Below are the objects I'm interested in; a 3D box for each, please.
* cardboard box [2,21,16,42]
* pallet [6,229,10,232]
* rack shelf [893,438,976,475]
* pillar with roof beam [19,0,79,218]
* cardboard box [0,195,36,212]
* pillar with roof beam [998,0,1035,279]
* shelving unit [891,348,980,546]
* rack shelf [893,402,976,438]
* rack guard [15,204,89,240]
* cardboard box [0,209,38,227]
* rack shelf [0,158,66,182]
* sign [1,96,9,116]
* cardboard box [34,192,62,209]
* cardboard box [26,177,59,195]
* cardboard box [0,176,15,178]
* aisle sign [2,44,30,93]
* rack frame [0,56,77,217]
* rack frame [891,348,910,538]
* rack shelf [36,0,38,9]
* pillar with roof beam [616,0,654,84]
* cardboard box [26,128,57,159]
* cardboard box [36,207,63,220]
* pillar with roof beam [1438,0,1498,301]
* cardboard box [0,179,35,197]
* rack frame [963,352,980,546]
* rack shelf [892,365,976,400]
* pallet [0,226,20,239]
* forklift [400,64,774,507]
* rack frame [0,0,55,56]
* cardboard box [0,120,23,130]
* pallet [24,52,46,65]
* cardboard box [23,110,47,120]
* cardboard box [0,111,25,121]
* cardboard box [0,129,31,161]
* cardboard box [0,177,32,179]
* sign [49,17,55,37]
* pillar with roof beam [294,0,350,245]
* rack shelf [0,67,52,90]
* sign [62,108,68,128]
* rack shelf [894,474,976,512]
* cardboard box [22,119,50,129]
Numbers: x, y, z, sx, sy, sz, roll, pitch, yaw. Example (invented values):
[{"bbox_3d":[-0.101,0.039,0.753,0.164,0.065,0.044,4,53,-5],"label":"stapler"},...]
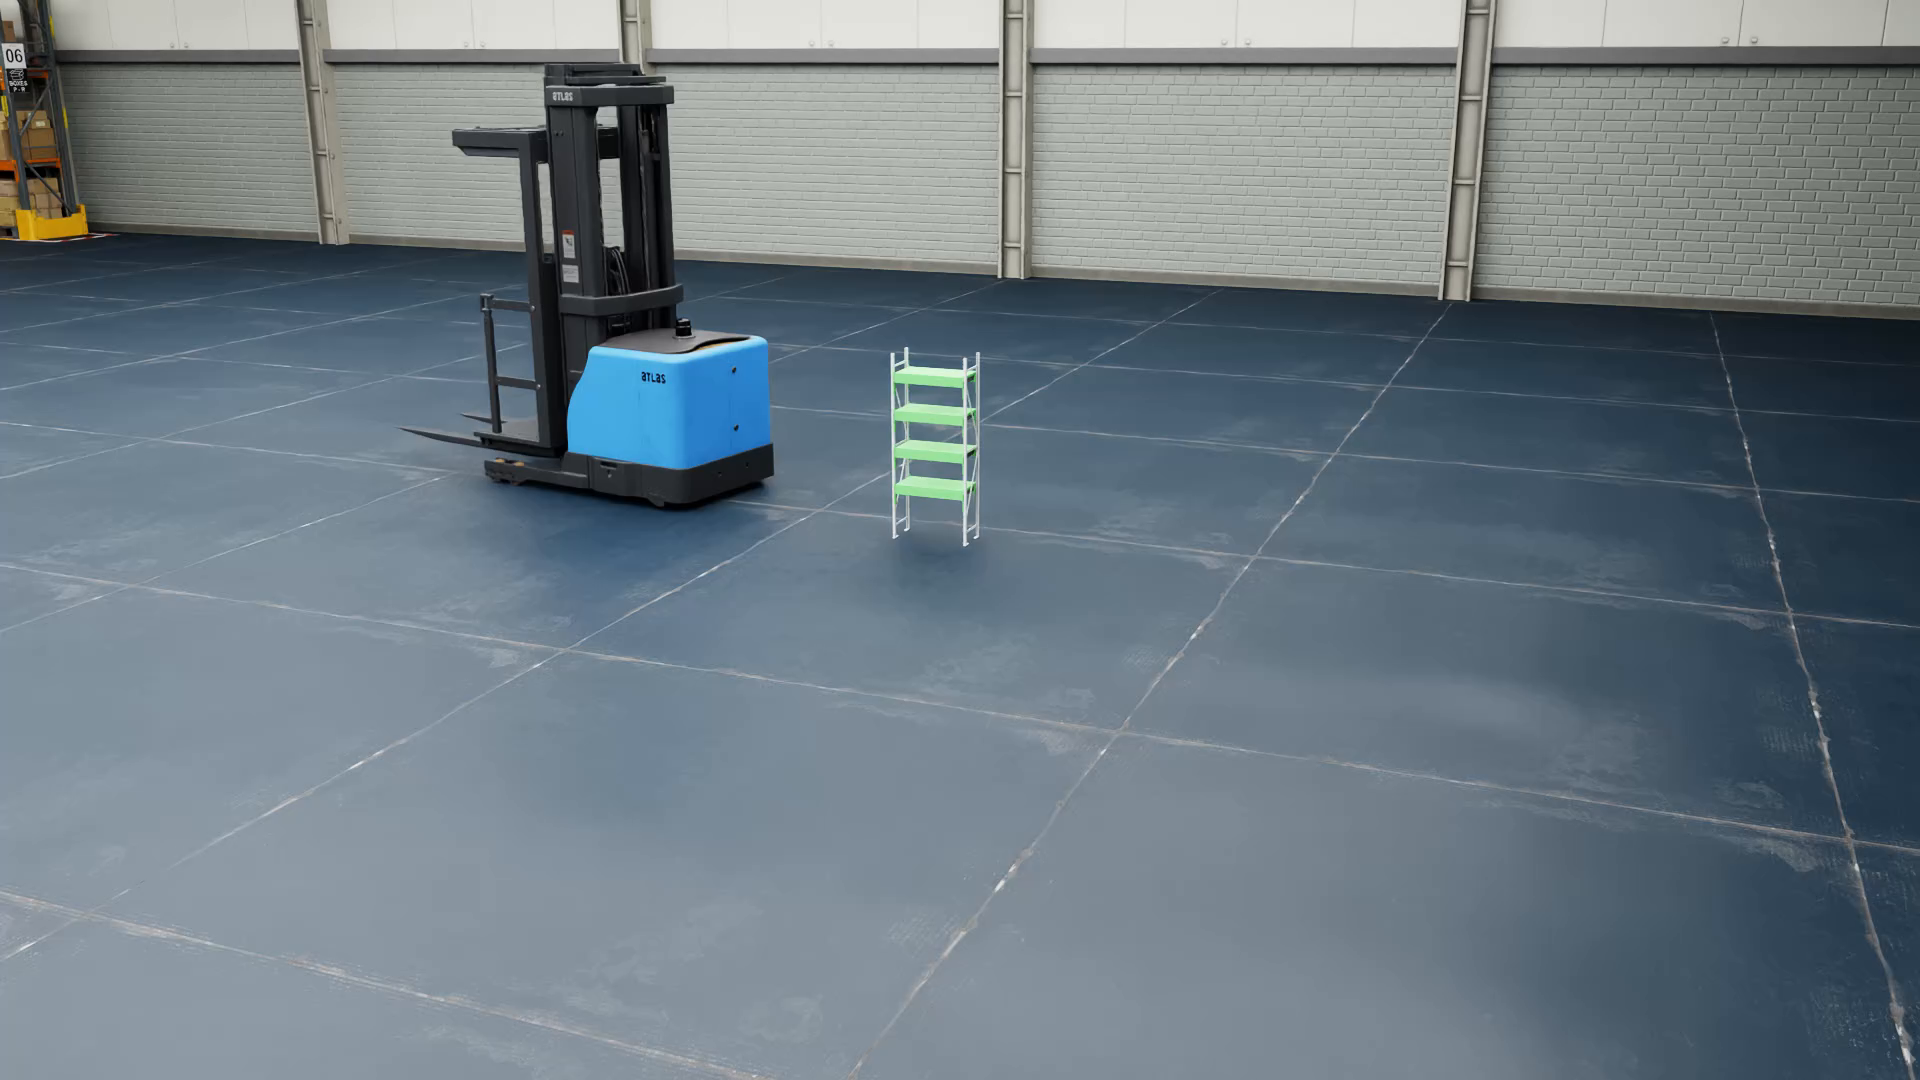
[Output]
[{"bbox_3d":[-16.161,-8.403,27.746,0.500,0.500,0.500,7,18,22],"label":"cardboard box"},{"bbox_3d":[-17.517,-5.536,29.364,1.213,0.211,1.003,6,17,21],"label":"pallet"},{"bbox_3d":[-0.154,-0.532,10.583,0.480,0.148,0.258,6,17,21],"label":"rack shelf"},{"bbox_3d":[-17.556,-8.752,24.680,0.400,9.000,9.100,6,17,21],"label":"pillar with roof beam"},{"bbox_3d":[-16.227,-5.773,28.459,0.500,0.250,0.500,6,17,20],"label":"cardboard box"},{"bbox_3d":[-0.812,-6.911,18.338,0.400,9.000,9.100,6,17,21],"label":"pillar with roof beam"},{"bbox_3d":[-0.154,-0.593,10.565,0.503,1.200,0.258,6,17,21],"label":"shelving unit"},{"bbox_3d":[-0.154,-0.762,10.516,0.480,0.148,0.258,6,17,21],"label":"rack shelf"},{"bbox_3d":[-15.637,-5.480,28.652,0.348,0.500,1.175,6,17,21],"label":"rack guard"},{"bbox_3d":[-16.213,-5.530,28.520,0.500,0.250,0.500,6,17,21],"label":"cardboard box"},{"bbox_3d":[-17.520,-6.542,29.117,4.000,0.370,1.077,6,17,21],"label":"rack shelf"},{"bbox_3d":[-15.872,-7.213,27.638,0.005,0.325,0.100,6,17,21],"label":"sign"},{"bbox_3d":[-16.021,-5.906,28.918,0.500,0.250,0.500,7,17,22],"label":"cardboard box"},{"bbox_3d":[-16.037,-6.142,28.836,0.500,0.250,0.500,6,17,20],"label":"cardboard box"},{"bbox_3d":[-16.965,-6.246,29.195,0.500,0.250,0.500,6,17,20],"label":"cardboard box"},{"bbox_3d":[-15.706,-7.848,27.664,0.004,0.787,0.394,6,17,21],"label":"aisle sign"},{"bbox_3d":[-15.660,-6.683,28.312,0.127,3.000,1.000,6,17,21],"label":"rack frame"},{"bbox_3d":[-0.381,-0.618,10.651,0.015,1.200,0.240,6,17,21],"label":"rack frame"},{"bbox_3d":[-17.520,-9.231,28.336,4.000,0.370,1.077,6,17,21],"label":"rack shelf"},{"bbox_3d":[-6.393,-7.524,20.452,0.400,9.000,9.100,6,17,21],"label":"pillar with roof beam"},{"bbox_3d":[-16.019,-6.853,28.721,0.500,0.500,0.500,7,18,22],"label":"cardboard box"},{"bbox_3d":[-16.045,-5.665,28.985,0.500,0.250,0.500,6,17,21],"label":"cardboard box"},{"bbox_3d":[4.770,-6.297,16.223,0.400,9.000,9.100,6,17,21],"label":"pillar with roof beam"},{"bbox_3d":[-16.202,-6.010,28.381,0.500,0.250,0.500,7,18,22],"label":"cardboard box"},{"bbox_3d":[0.073,-0.568,10.479,0.015,1.200,0.240,6,17,21],"label":"rack frame"},{"bbox_3d":[-0.154,-0.993,10.449,0.480,0.148,0.258,6,17,21],"label":"rack shelf"},{"bbox_3d":[-16.386,-5.411,28.933,1.213,0.211,1.003,6,17,21],"label":"pallet"},{"bbox_3d":[-2.871,-1.918,12.024,3.031,2.935,1.130,10,19,30],"label":"forklift"},{"bbox_3d":[-15.660,-9.564,27.476,0.127,3.000,1.000,6,17,21],"label":"rack frame"},{"bbox_3d":[-16.085,-7.005,28.080,0.250,0.149,0.380,7,17,21],"label":"cardboard box"},{"bbox_3d":[-16.308,-8.160,28.178,1.213,0.211,1.003,6,17,21],"label":"pallet"},{"bbox_3d":[-15.894,-7.275,28.475,0.250,0.149,0.380,6,17,20],"label":"cardboard box"},{"bbox_3d":[-16.070,-7.167,28.104,0.250,0.149,0.380,6,17,21],"label":"cardboard box"},{"bbox_3d":[-16.214,-6.713,28.237,0.500,0.500,0.500,6,17,19],"label":"cardboard box"},{"bbox_3d":[-16.503,-6.192,29.009,0.500,0.250,0.500,6,17,21],"label":"cardboard box"},{"bbox_3d":[-15.450,-8.724,28.255,0.005,0.325,0.100,6,17,21],"label":"sign"},{"bbox_3d":[-11.975,-8.138,22.566,0.400,9.000,9.100,6,17,21],"label":"pillar with roof beam"},{"bbox_3d":[-17.520,-7.982,28.699,4.000,0.370,1.077,6,17,21],"label":"rack shelf"},{"bbox_3d":[-15.450,-7.280,28.674,0.005,0.325,0.100,6,17,21],"label":"sign"},{"bbox_3d":[-0.154,-0.301,10.649,0.480,0.148,0.258,6,17,21],"label":"rack shelf"},{"bbox_3d":[-15.880,-7.144,28.559,0.250,0.149,0.380,6,17,19],"label":"cardboard box"}]
